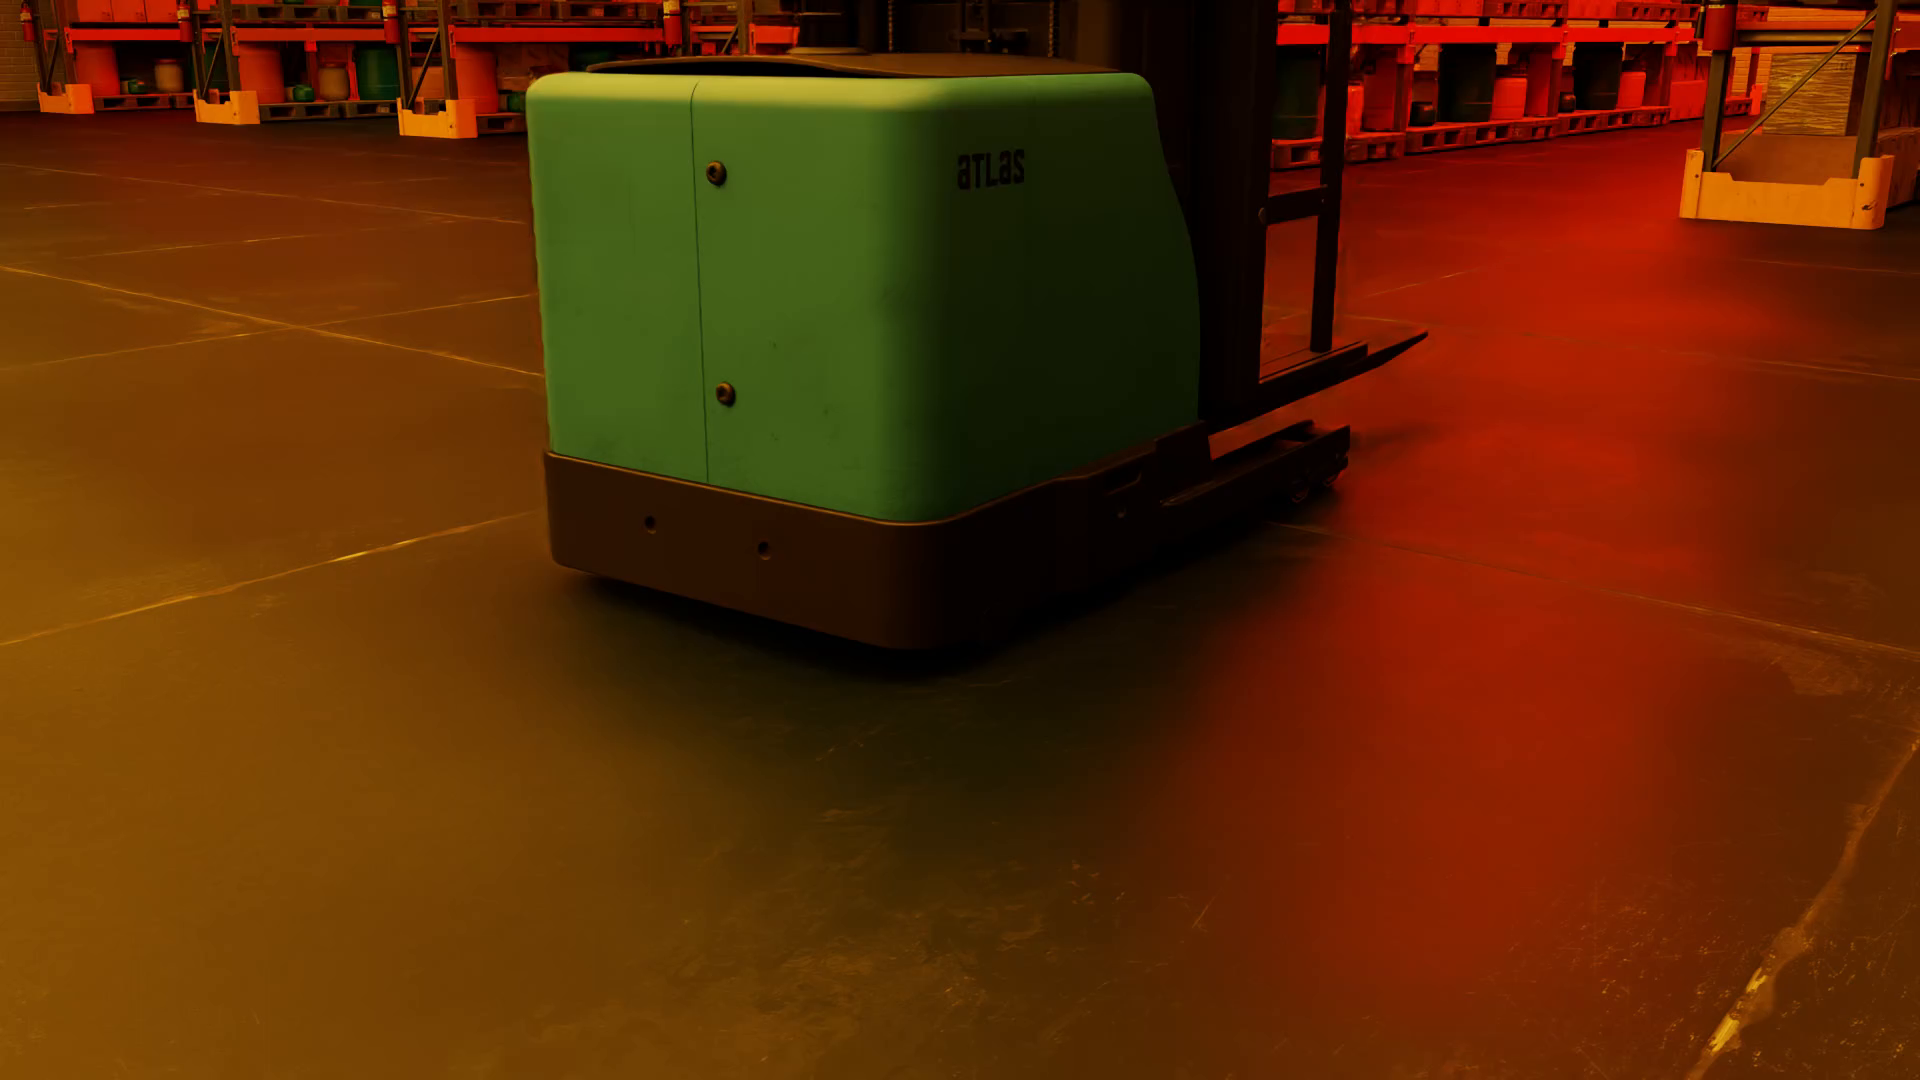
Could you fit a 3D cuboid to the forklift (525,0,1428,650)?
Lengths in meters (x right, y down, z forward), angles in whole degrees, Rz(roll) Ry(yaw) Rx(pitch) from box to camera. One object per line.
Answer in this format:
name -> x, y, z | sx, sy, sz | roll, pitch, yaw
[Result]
forklift -> 0.379, -1.567, 4.058 | 1.130, 2.935, 3.031 | 12, 20, 33
